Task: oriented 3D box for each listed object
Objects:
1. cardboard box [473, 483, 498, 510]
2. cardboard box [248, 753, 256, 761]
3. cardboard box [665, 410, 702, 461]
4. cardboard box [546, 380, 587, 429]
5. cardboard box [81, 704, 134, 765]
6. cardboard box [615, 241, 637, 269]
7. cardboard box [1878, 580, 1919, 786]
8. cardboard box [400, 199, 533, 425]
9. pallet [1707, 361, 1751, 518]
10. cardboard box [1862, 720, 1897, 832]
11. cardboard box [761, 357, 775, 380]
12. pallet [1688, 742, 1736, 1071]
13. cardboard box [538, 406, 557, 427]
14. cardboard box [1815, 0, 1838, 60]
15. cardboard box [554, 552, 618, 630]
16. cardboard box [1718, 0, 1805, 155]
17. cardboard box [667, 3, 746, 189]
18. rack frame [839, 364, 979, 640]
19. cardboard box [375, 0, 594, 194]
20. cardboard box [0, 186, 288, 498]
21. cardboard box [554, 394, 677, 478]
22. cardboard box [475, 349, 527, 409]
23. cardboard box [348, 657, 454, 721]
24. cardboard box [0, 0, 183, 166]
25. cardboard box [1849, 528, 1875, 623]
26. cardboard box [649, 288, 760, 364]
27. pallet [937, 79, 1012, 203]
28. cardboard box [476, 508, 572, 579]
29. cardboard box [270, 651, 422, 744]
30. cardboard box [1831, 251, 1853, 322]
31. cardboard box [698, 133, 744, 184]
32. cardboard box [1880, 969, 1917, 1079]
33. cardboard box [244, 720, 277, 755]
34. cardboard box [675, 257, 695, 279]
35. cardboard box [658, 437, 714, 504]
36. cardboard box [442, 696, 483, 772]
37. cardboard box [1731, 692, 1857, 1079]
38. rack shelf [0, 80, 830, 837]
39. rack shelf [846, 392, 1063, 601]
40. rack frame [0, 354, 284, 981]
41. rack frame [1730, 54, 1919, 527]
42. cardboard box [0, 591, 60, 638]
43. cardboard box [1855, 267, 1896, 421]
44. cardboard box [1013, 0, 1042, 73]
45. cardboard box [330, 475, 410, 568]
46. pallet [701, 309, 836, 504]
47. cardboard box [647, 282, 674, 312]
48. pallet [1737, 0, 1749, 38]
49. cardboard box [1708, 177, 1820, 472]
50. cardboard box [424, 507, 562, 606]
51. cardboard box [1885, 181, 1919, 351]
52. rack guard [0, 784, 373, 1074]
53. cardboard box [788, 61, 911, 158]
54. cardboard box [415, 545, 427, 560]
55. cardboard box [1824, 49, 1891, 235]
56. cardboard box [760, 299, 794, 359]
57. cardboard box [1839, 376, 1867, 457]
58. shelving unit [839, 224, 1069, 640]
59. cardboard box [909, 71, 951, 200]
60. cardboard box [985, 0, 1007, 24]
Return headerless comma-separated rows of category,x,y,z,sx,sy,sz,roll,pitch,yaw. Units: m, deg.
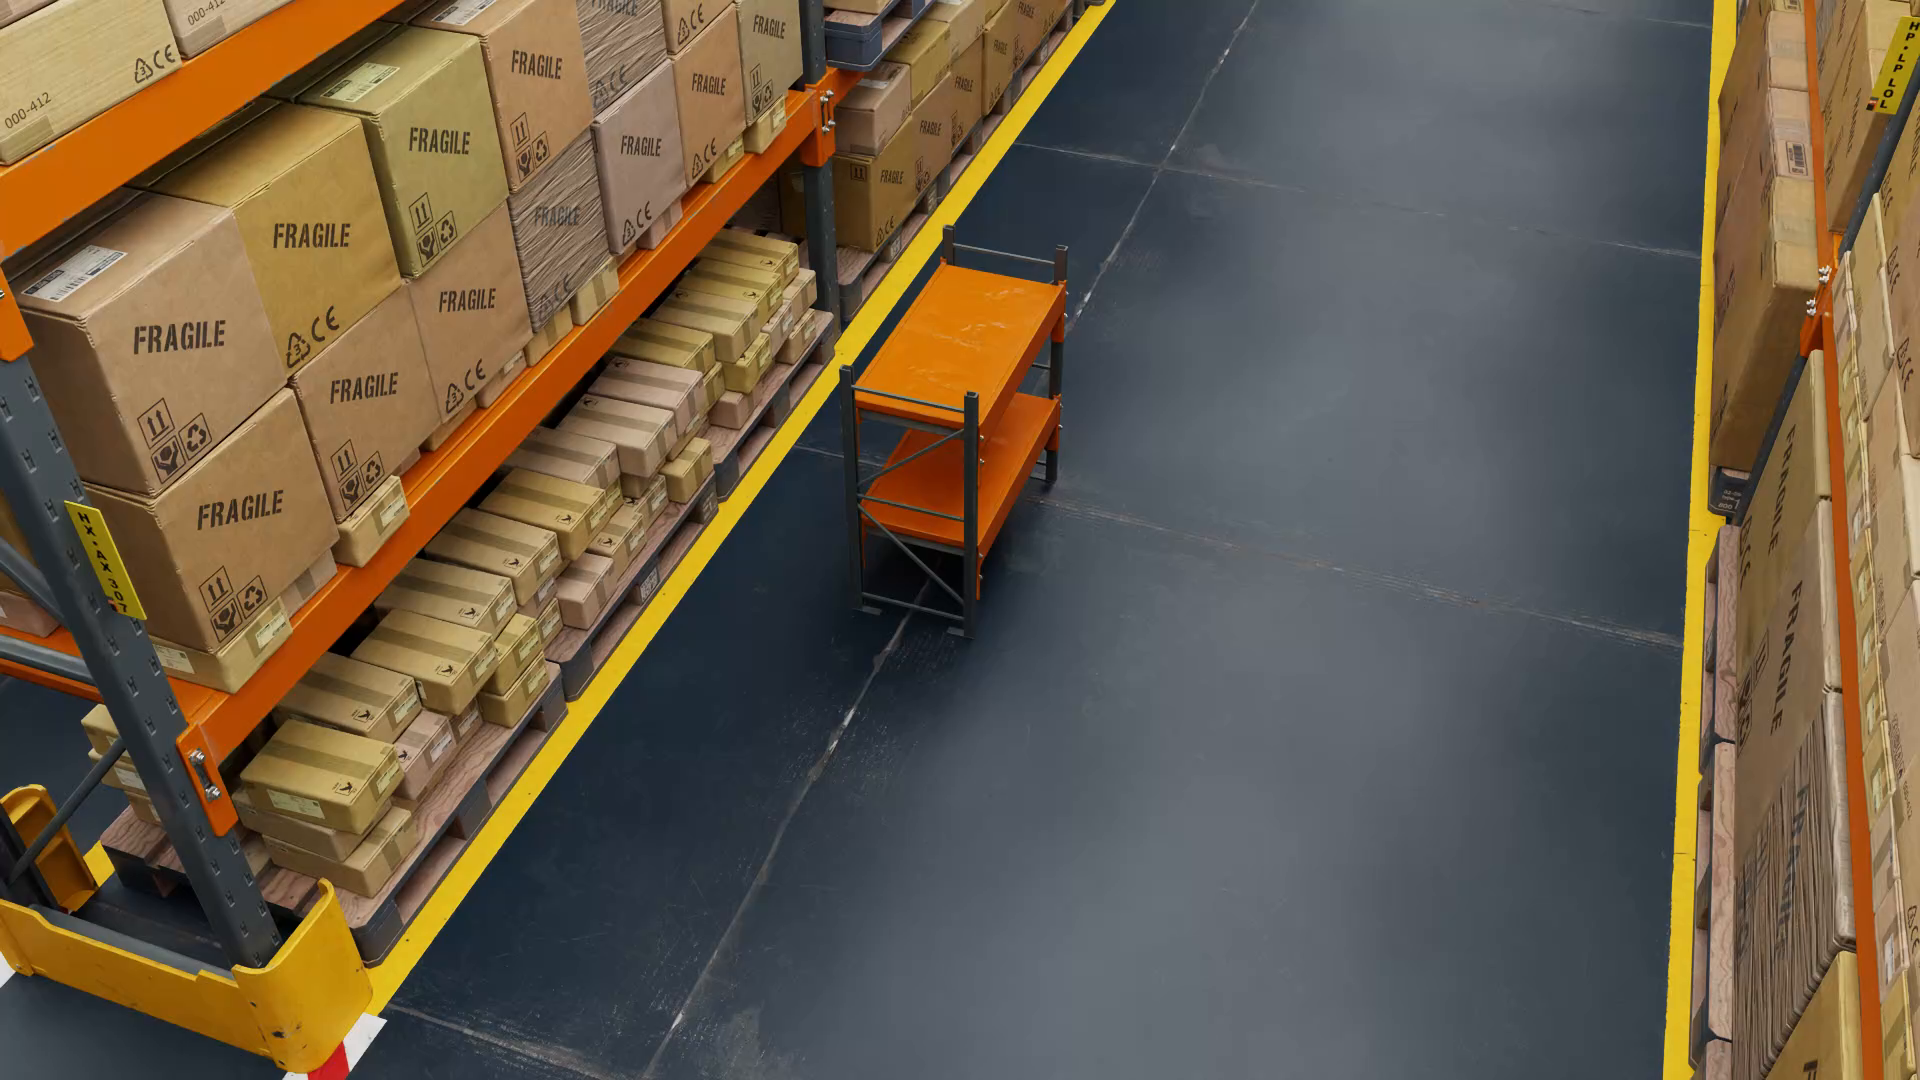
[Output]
cardboard box,-1.902,-0.129,6.463,0.380,0.149,0.250,14,43,16
cardboard box,-2.443,0.636,5.567,0.380,0.149,0.250,15,43,16
cardboard box,-1.263,-0.482,6.647,0.380,0.149,0.250,14,43,16
cardboard box,-1.739,-0.563,6.743,0.380,0.149,0.250,15,43,17
cardboard box,-2.477,0.577,5.177,0.380,0.149,0.250,14,42,16
cardboard box,-1.376,-1.062,5.877,0.380,0.149,0.250,13,42,14
cardboard box,2.471,0.390,3.868,0.500,0.250,0.500,12,42,14
cardboard box,-1.668,-0.734,4.993,0.500,0.500,0.500,14,42,16
pallet,3.768,-0.446,7.110,1.003,0.211,1.213,13,42,15
cardboard box,2.367,0.602,3.927,0.380,0.149,0.250,12,42,14
cardboard box,-1.033,-0.803,7.253,0.380,0.149,0.250,14,43,16
pallet,2.826,1.234,5.141,1.003,0.211,1.213,13,42,15
cardboard box,-1.801,-0.514,6.456,0.380,0.149,0.250,12,42,13
cardboard box,4.002,-2.328,7.091,0.500,0.500,0.500,13,42,15
cardboard box,-1.494,0.162,6.122,0.380,0.149,0.250,11,42,13
cardboard box,4.687,-2.394,8.559,1.225,0.875,0.875,11,42,13
cardboard box,-1.130,-1.659,6.077,0.500,0.500,0.500,12,42,14
rack frame,-0.176,-0.114,6.017,0.500,1.125,0.032,13,42,15
cardboard box,-1.480,-1.422,5.029,0.500,0.500,0.500,12,42,14
cardboard box,-2.017,-0.489,3.935,0.500,0.500,0.500,13,42,15
cardboard box,-1.306,-0.397,6.319,0.380,0.149,0.250,12,42,14
cardboard box,-1.624,-0.581,5.313,0.380,0.149,0.250,13,42,14
cardboard box,-1.852,0.483,5.516,0.380,0.149,0.250,14,42,16
cardboard box,-2.026,-1.044,3.466,0.500,0.250,0.500,15,43,17
cardboard box,2.629,0.134,4.476,0.380,0.149,0.250,12,42,14
cardboard box,-1.057,-0.891,6.898,0.380,0.149,0.250,13,42,15
pallet,-0.371,-2.343,9.334,1.003,0.211,1.213,13,42,15
cardboard box,-1.607,-0.007,6.090,0.380,0.149,0.250,15,43,17
cardboard box,-1.940,0.517,5.247,0.380,0.149,0.250,14,42,16
cardboard box,3.161,-0.817,5.591,0.380,0.149,0.250,13,42,15
cardboard box,-1.063,-1.529,6.425,0.380,0.149,0.250,15,43,17
cardboard box,2.106,1.067,3.382,0.380,0.149,0.250,14,42,16
cardboard box,-2.367,0.537,5.454,0.380,0.149,0.250,12,42,14
cardboard box,-1.364,-1.319,7.400,0.380,0.149,0.250,15,43,17
cardboard box,-1.220,-0.311,6.677,0.380,0.149,0.250,13,42,15
cardboard box,-1.849,0.603,5.605,0.380,0.149,0.250,14,42,16
cardboard box,2.662,1.106,4.457,0.875,0.875,0.875,13,42,15
rack shelf,-1.736,-0.689,5.800,1.077,0.370,4.000,13,42,15
rack shelf,-0.002,-0.238,6.539,0.538,0.278,1.000,13,42,15
rack frame,-2.420,0.258,4.137,1.000,3.000,0.127,13,42,15
rack frame,3.575,-1.020,5.634,1.000,3.000,0.127,13,42,15
cardboard box,-2.574,0.092,4.525,0.380,0.149,0.250,13,42,15
cardboard box,2.993,-0.545,4.964,0.500,0.250,0.500,13,42,15
cardboard box,0.156,-3.055,9.622,0.500,0.500,0.500,15,43,17
cardboard box,-1.810,-0.088,4.736,0.380,0.149,0.250,12,42,14
pallet,-1.248,-0.704,7.412,1.003,0.211,1.213,13,42,15
cardboard box,-1.479,-1.046,7.309,0.380,0.149,0.250,14,42,15
pallet,5.211,-2.875,9.957,1.003,0.211,1.213,13,42,15
cardboard box,3.775,-0.766,6.650,1.225,0.875,0.875,13,42,15
cardboard box,-1.623,0.055,5.789,0.380,0.149,0.250,15,43,17
cardboard box,2.995,-0.827,4.717,0.500,0.500,0.500,13,42,15
rack guard,-2.394,1.162,5.003,1.175,0.500,0.348,13,42,15
cardboard box,-0.551,-2.068,7.888,0.500,0.250,0.500,12,42,13
cardboard box,-2.166,0.048,6.026,0.380,0.149,0.250,14,42,16
cardboard box,3.478,-1.403,6.007,0.500,0.500,0.500,13,42,15
cardboard box,-0.942,-0.940,7.184,0.380,0.149,0.250,11,42,13
cardboard box,2.893,-0.336,5.026,0.380,0.149,0.250,12,42,14
shelving unit,-0.002,-0.424,6.380,0.538,1.125,1.048,13,42,15
cardboard box,-0.371,-2.106,8.509,0.500,0.500,0.500,15,43,17
cardboard box,-0.023,-3.024,9.007,0.500,0.250,0.500,14,42,16
